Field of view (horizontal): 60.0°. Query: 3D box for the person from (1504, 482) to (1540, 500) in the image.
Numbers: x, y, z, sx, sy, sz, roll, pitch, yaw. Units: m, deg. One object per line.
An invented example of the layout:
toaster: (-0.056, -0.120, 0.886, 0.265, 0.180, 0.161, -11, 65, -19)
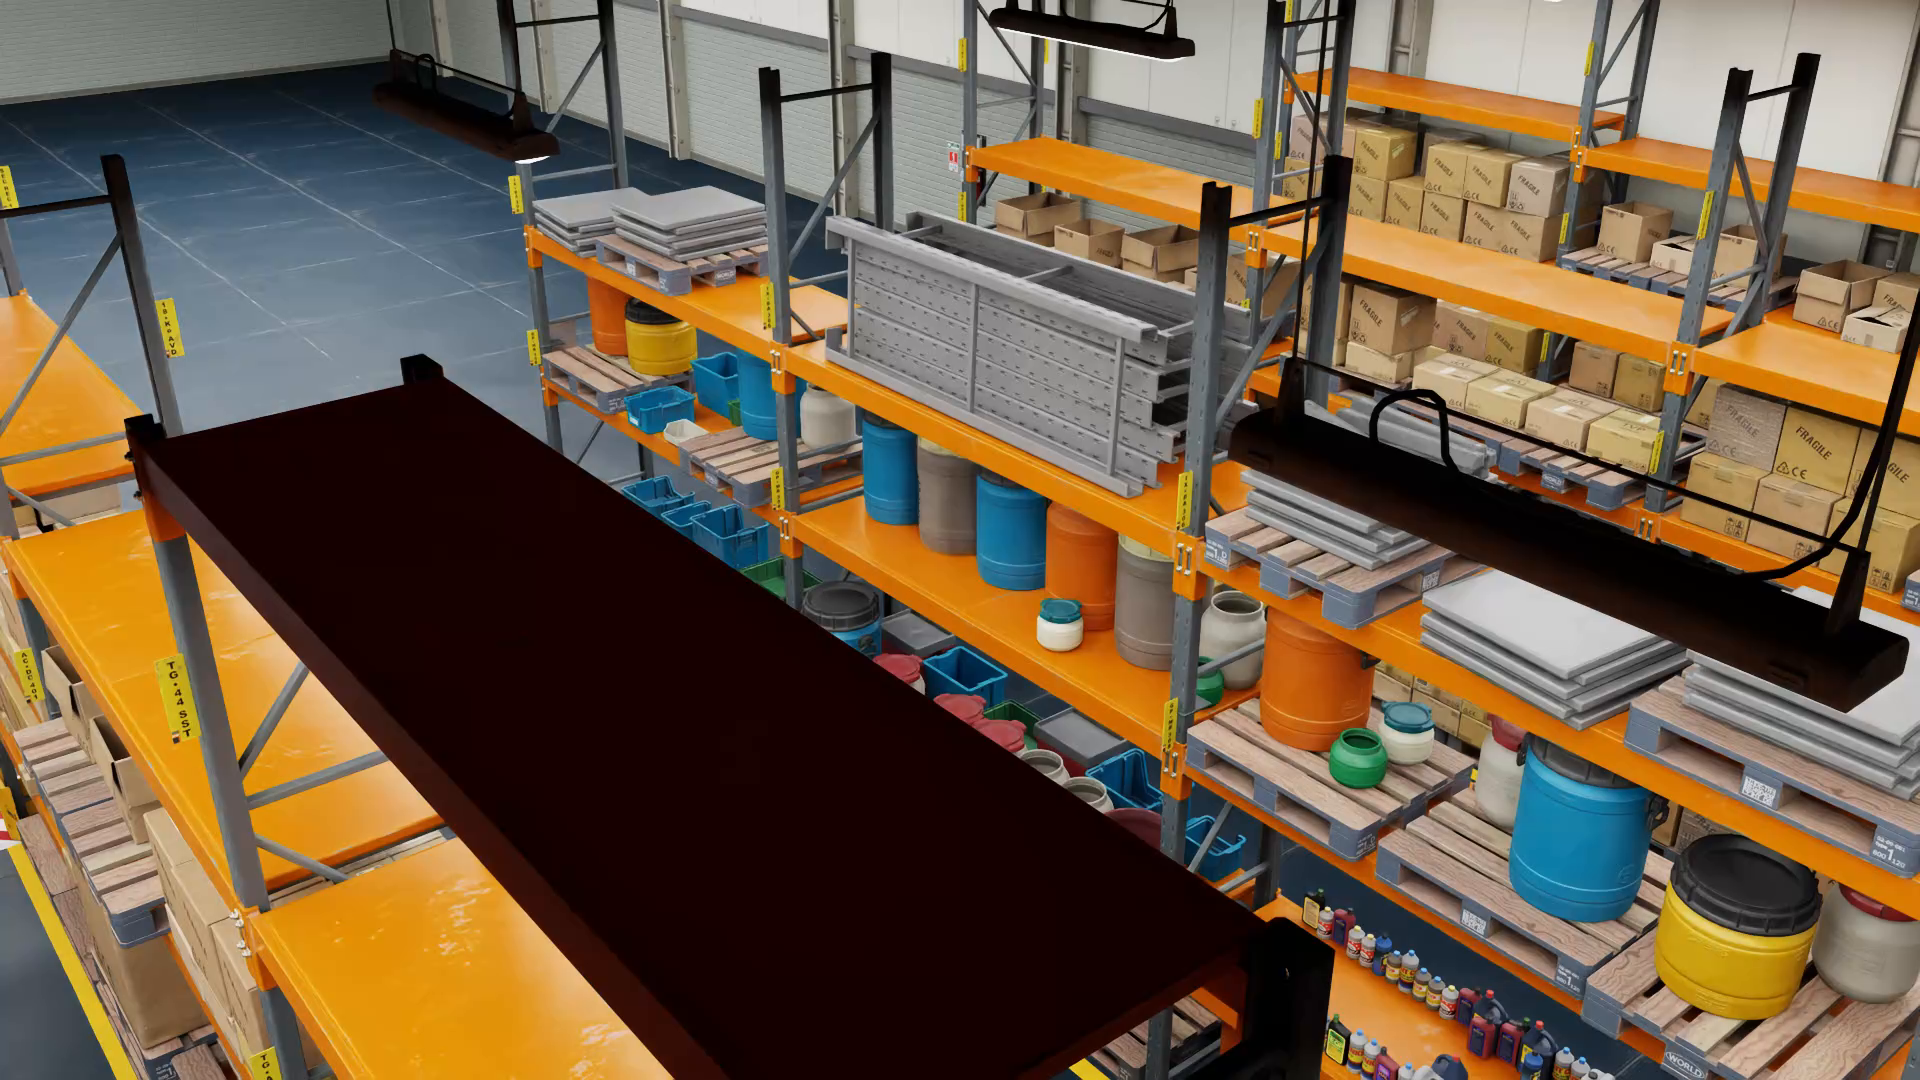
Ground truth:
person: (5.841, -0.480, 17.302, 1.046, 1.678, 0.642, 18, 31, 32)
